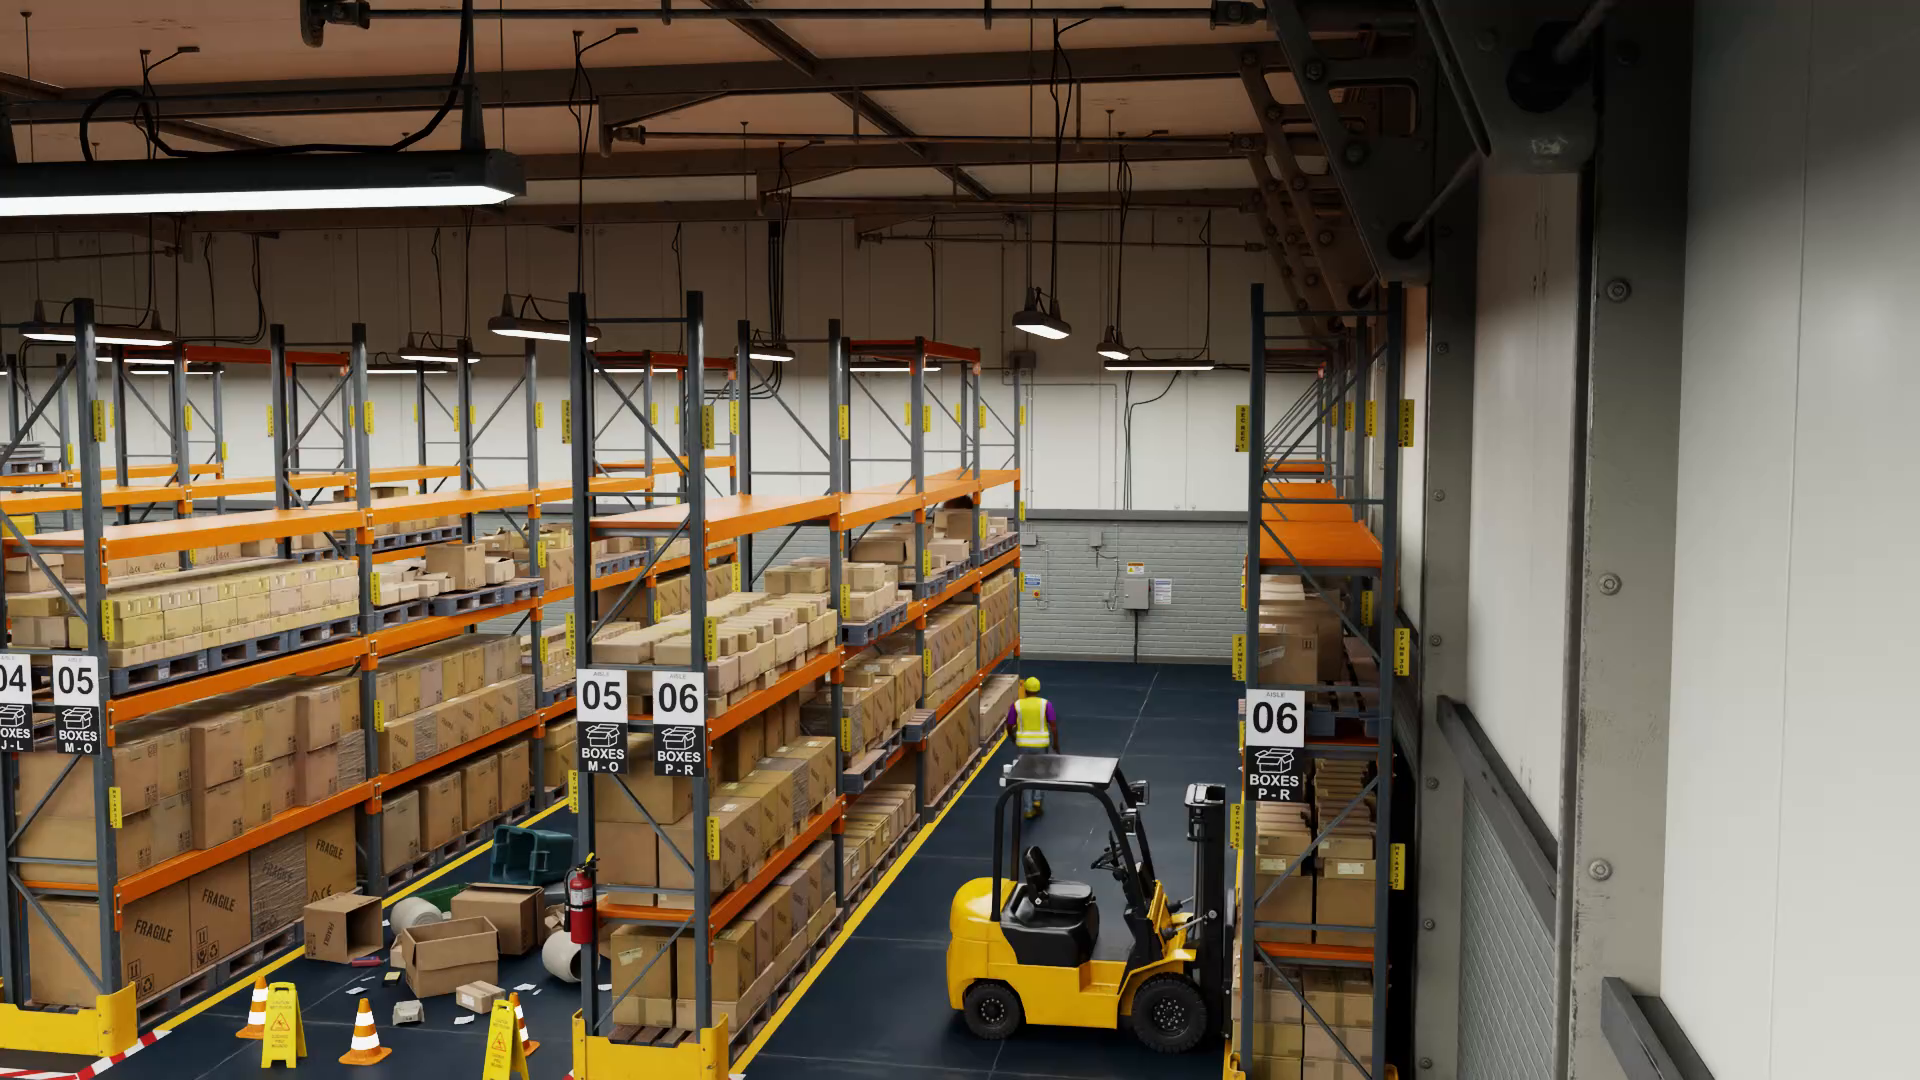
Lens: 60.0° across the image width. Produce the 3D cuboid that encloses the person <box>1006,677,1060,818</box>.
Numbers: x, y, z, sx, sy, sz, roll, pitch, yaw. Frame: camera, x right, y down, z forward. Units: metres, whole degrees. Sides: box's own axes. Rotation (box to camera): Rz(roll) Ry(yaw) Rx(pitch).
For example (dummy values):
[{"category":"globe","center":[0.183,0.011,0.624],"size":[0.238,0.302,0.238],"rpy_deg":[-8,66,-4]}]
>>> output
[{"category":"person","center":[0.929,2.631,21.075],"size":[0.691,1.791,0.688],"rpy_deg":[1,5,9]}]
